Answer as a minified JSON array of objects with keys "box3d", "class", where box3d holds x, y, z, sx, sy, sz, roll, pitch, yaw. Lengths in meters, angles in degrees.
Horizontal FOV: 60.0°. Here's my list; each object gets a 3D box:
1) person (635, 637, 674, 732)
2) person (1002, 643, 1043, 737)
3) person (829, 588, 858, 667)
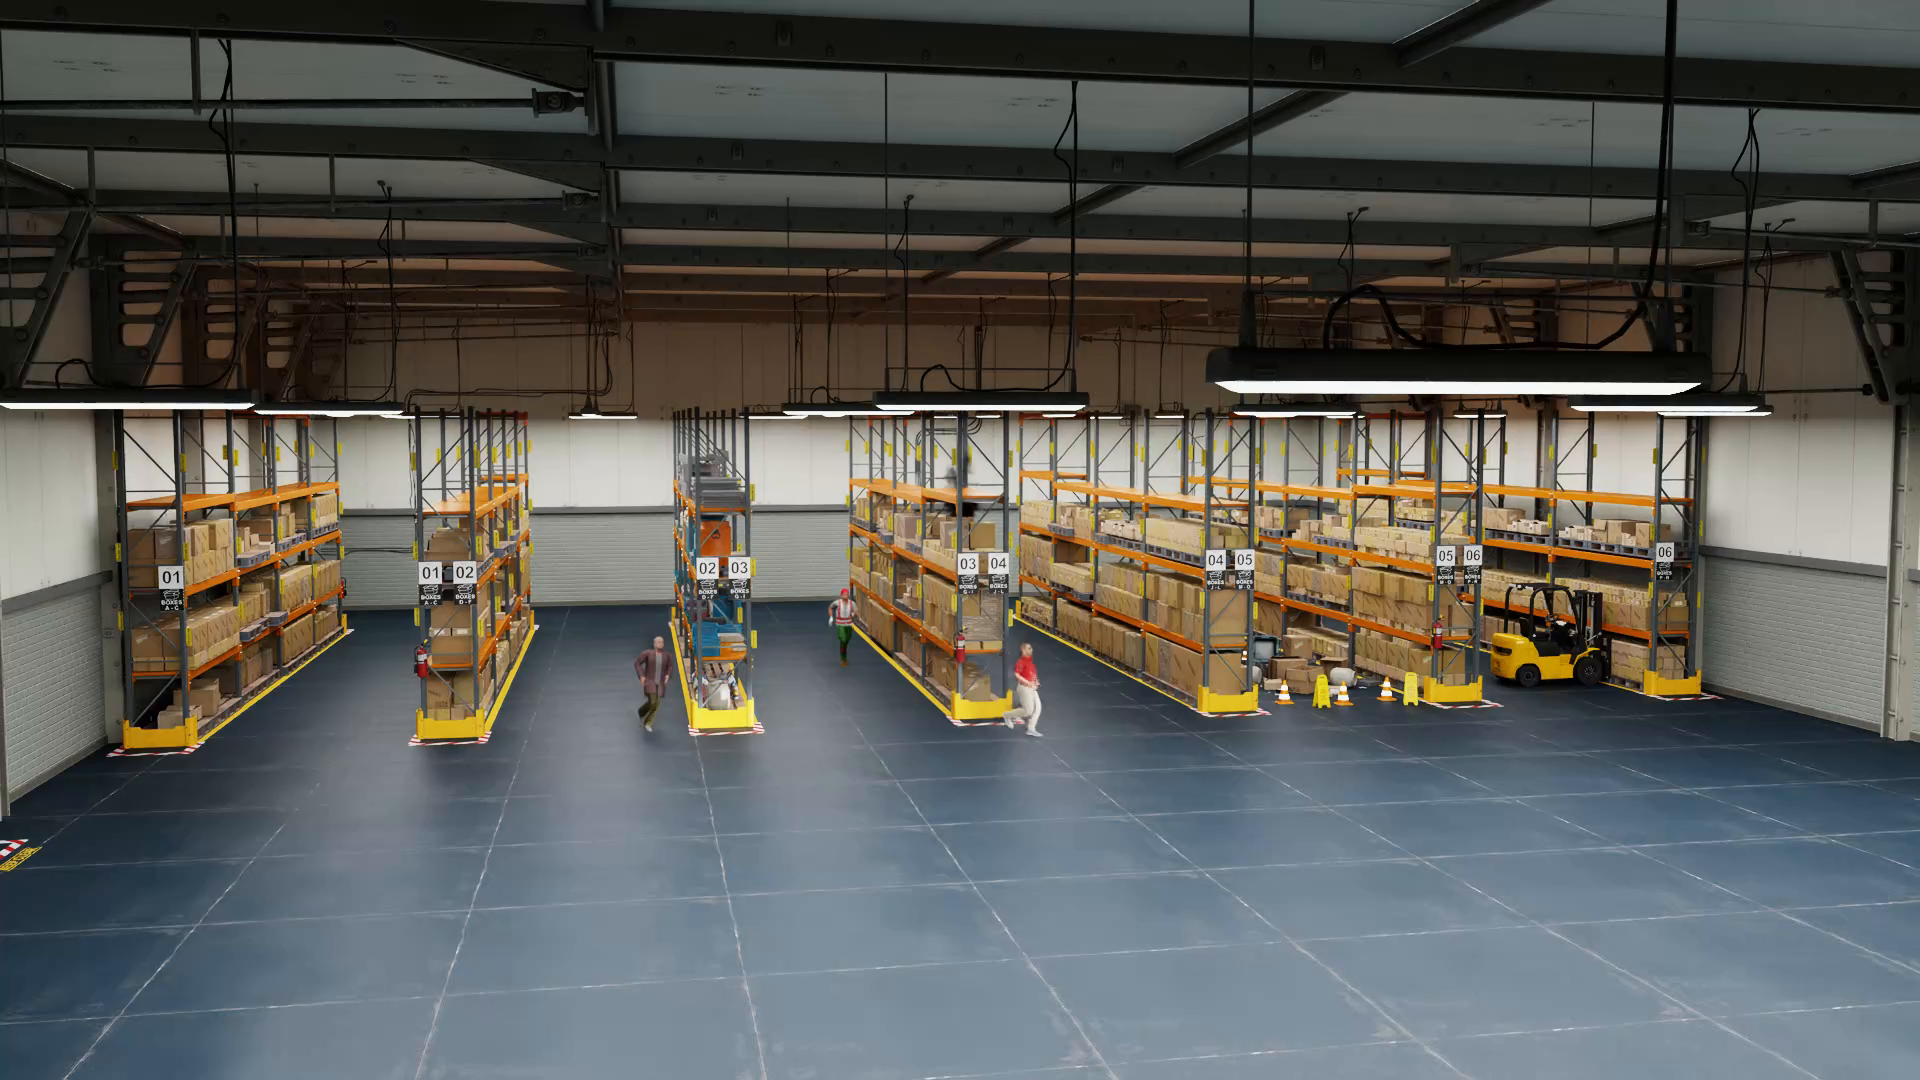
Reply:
[{"box3d":[-5.641,2.670,30.923,0.704,1.741,0.598,-3,5,-33],"class":"person"},{"box3d":[1.169,2.735,30.367,0.748,1.710,0.665,1,4,19],"class":"person"},{"box3d":[-2.722,2.046,39.079,0.643,1.844,0.876,-2,4,-22],"class":"person"}]
